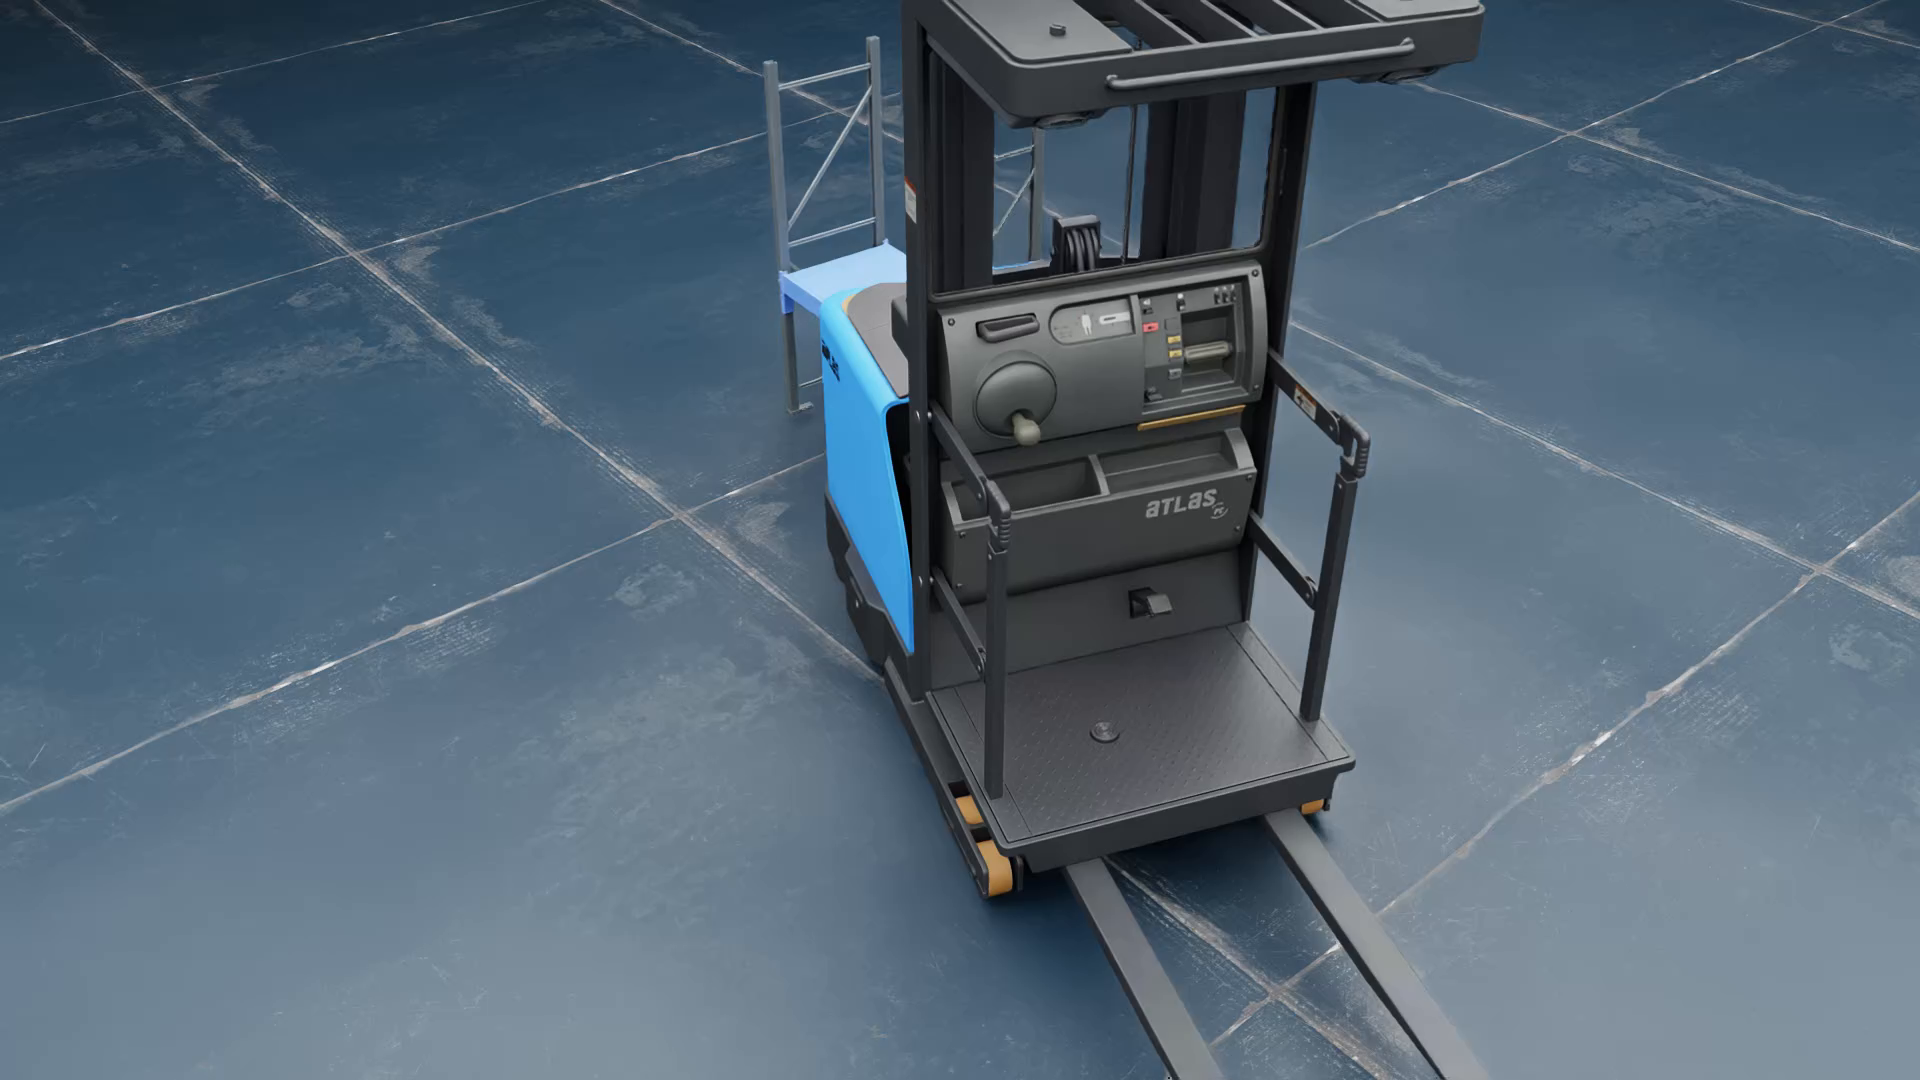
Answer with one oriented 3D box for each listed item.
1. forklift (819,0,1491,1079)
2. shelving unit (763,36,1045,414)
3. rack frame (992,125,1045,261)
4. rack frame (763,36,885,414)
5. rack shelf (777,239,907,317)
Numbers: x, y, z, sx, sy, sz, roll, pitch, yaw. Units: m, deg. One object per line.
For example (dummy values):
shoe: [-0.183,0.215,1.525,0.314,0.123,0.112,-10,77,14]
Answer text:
forklift: [0.473,-0.436,4.330,1.130,2.935,3.031,-11,37,-15]
shelving unit: [-0.218,-0.996,6.359,0.538,1.500,1.048,-23,41,-29]
rack frame: [0.082,-0.759,6.025,0.500,1.500,0.032,-23,41,-29]
rack frame: [-0.519,-1.234,6.694,0.500,1.500,0.032,-23,41,-29]
rack shelf: [-0.218,-0.850,6.463,0.538,0.185,1.000,-23,41,-29]
